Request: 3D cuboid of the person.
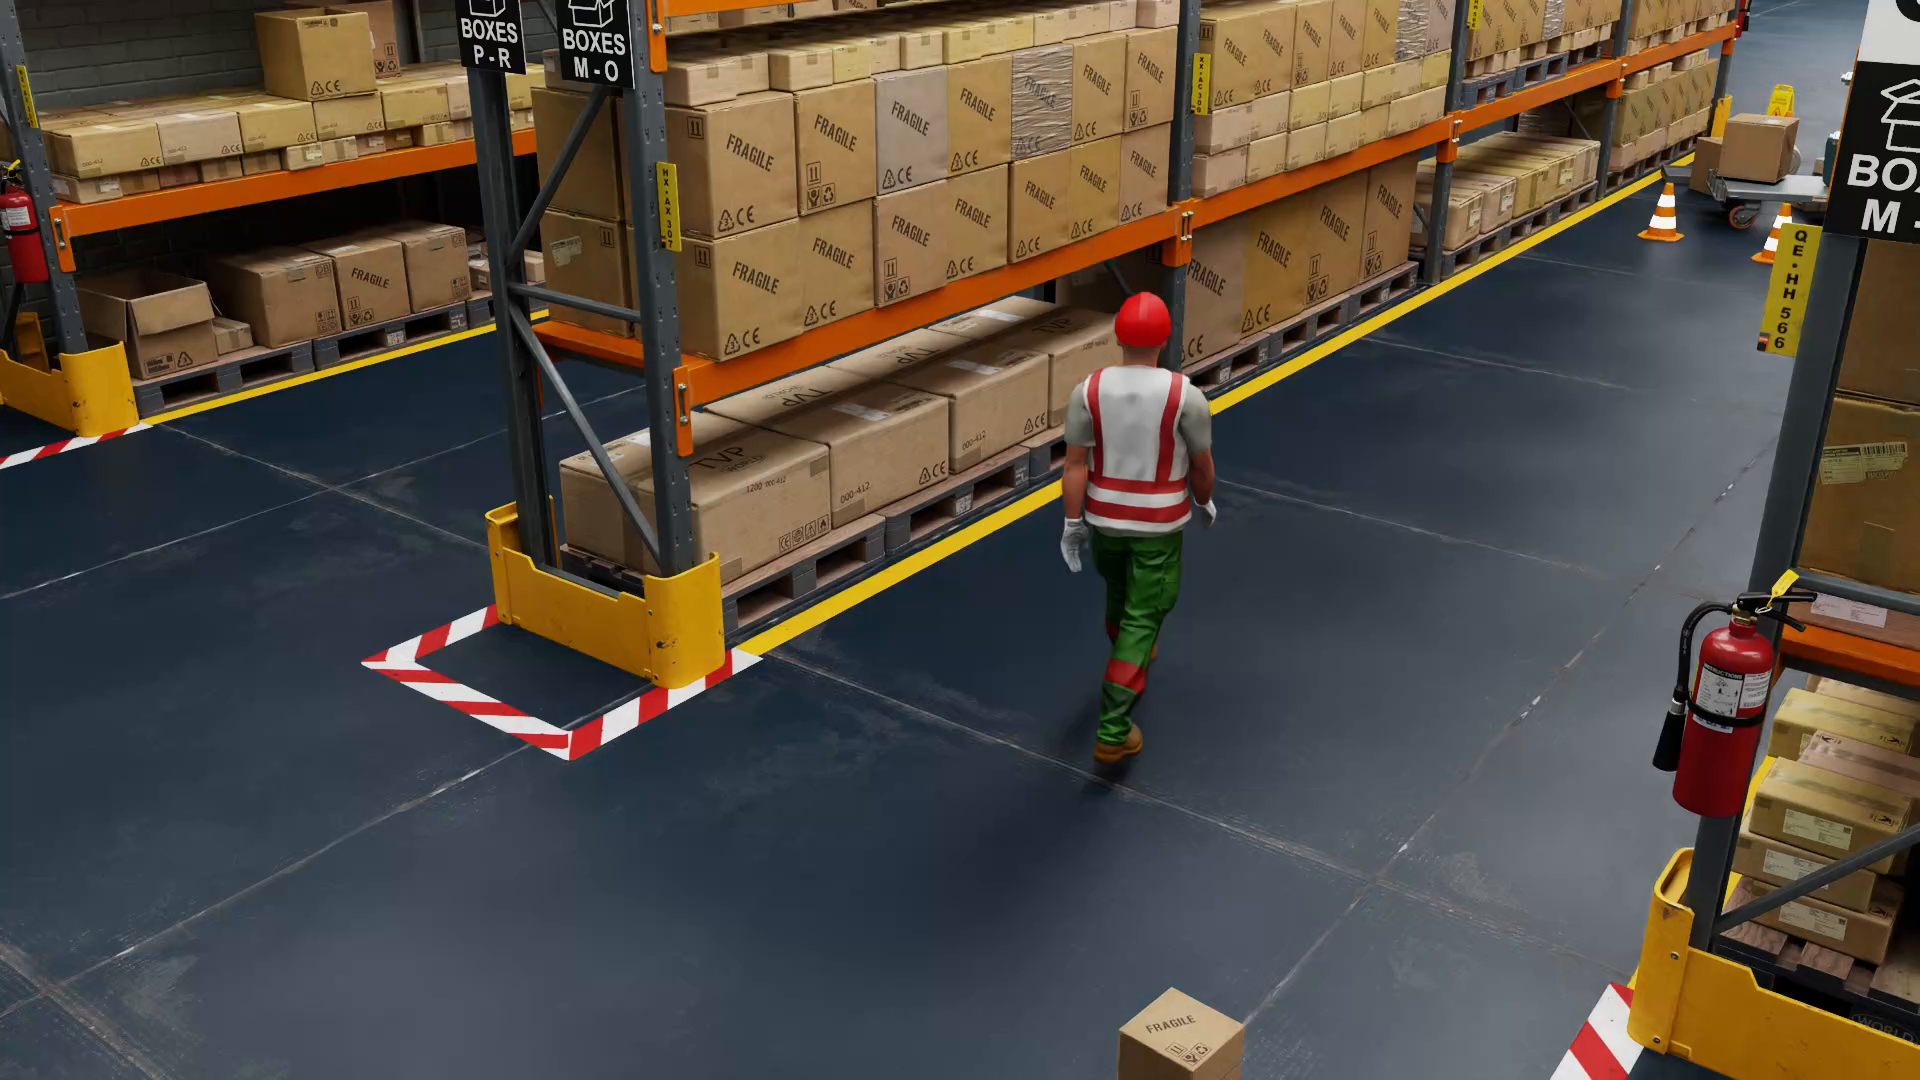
[{"bbox_3d":[0.683,-0.098,6.296,0.532,1.740,1.079,9,25,21],"label":"person"}]
